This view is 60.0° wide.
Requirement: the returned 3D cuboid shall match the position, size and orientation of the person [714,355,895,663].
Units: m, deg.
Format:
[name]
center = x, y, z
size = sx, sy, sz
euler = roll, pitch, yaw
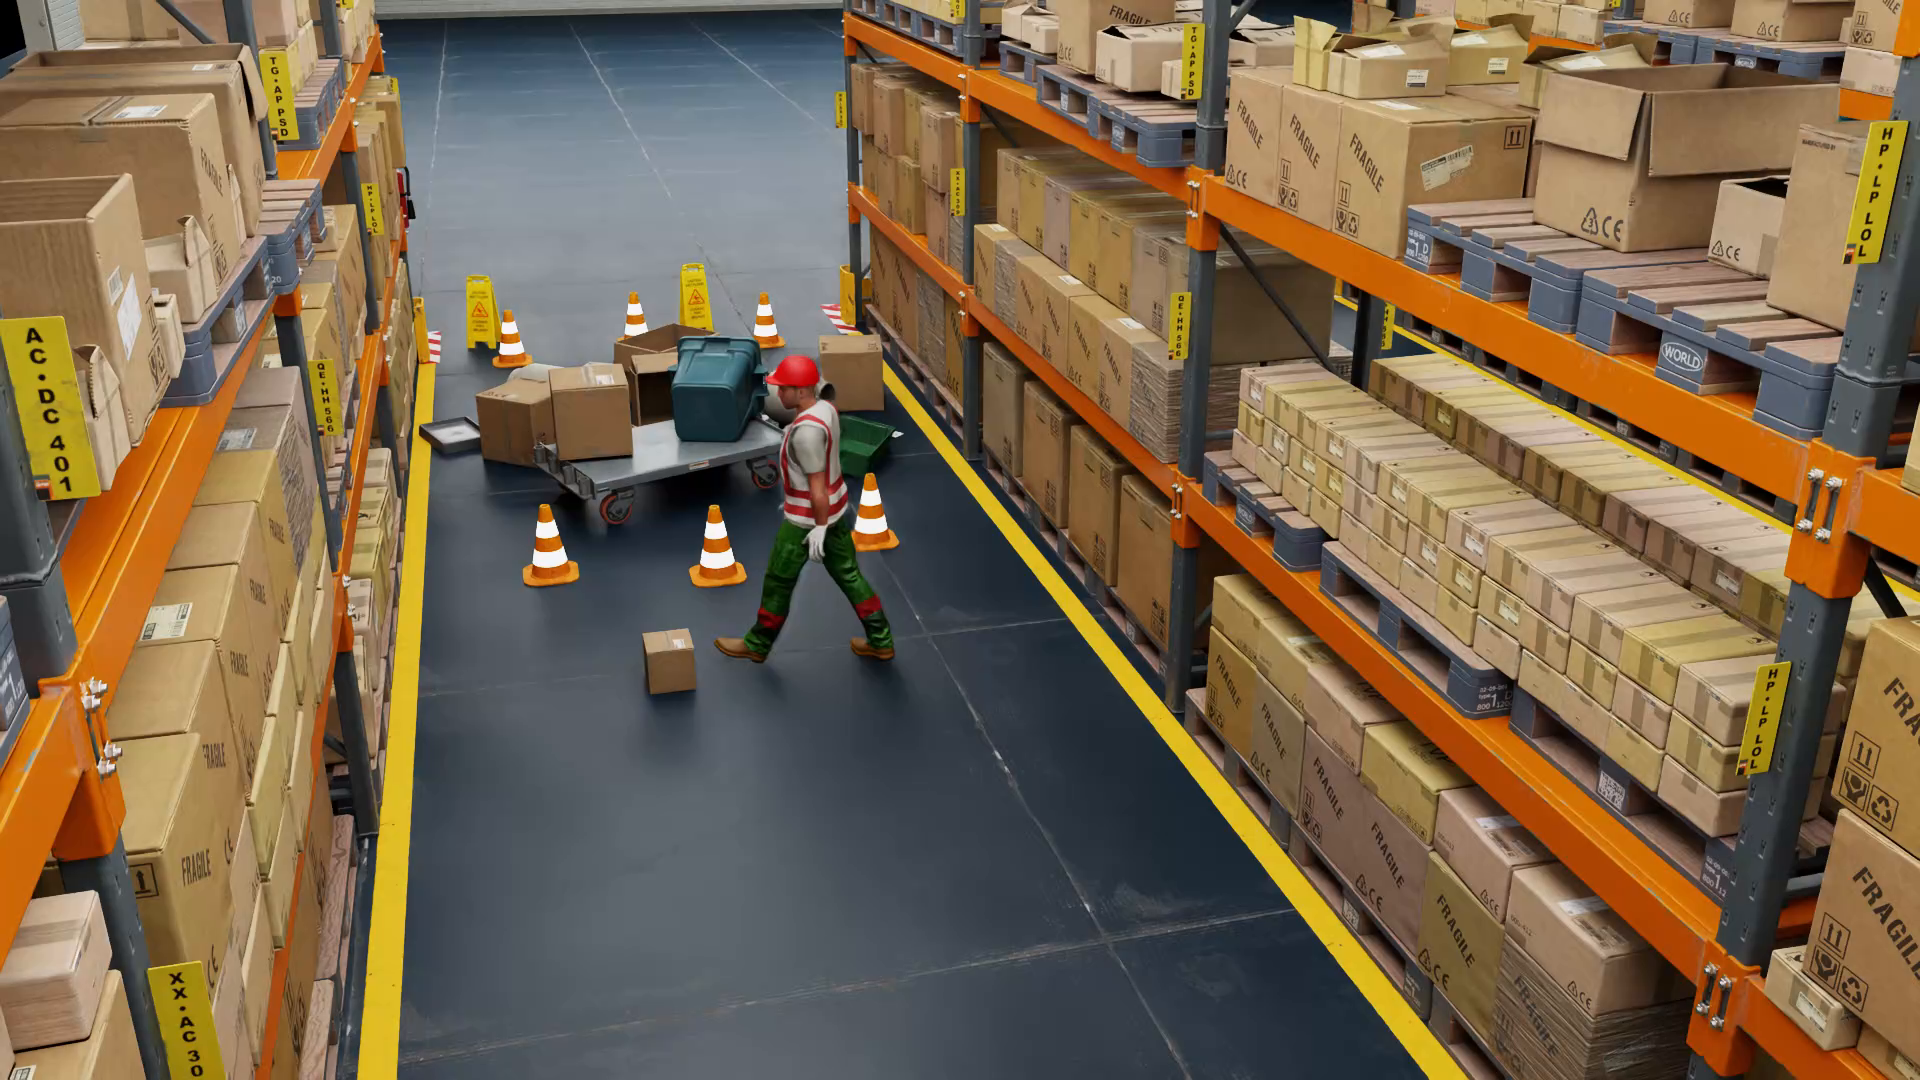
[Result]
[person]
center = -0.846, -0.148, 8.906
size = 0.974, 1.747, 0.543
euler = 6, 23, 14
